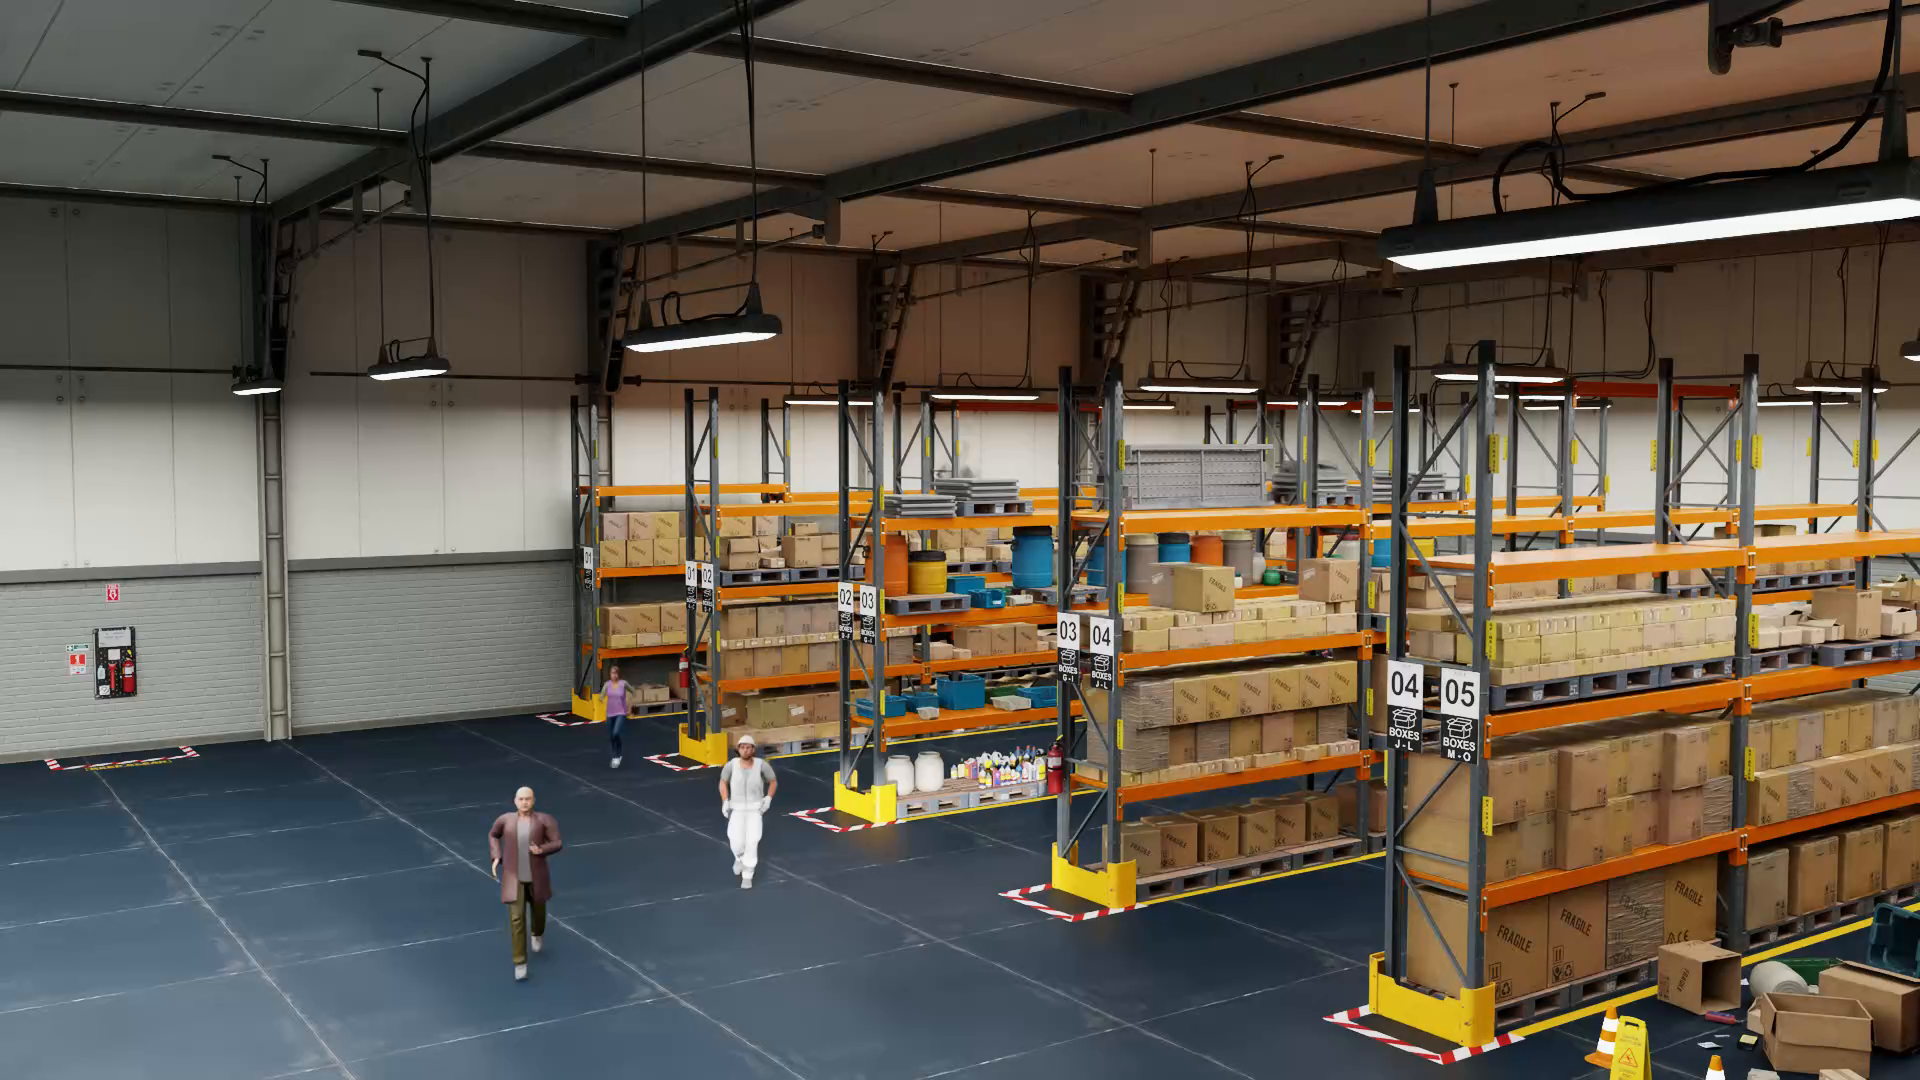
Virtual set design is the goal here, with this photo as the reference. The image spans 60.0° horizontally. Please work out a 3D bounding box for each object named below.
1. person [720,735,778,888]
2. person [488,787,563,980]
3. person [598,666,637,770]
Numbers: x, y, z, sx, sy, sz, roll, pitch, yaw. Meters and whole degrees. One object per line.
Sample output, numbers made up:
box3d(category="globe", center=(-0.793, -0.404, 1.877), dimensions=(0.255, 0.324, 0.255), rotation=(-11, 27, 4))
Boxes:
box3d(category="person", center=(-2.455, 3.130, 19.316), dimensions=(0.677, 1.754, 0.592), rotation=(0, 3, -3))
box3d(category="person", center=(-4.234, 3.281, 16.205), dimensions=(0.710, 1.753, 1.055), rotation=(-1, 4, -14))
box3d(category="person", center=(-5.418, 2.839, 26.192), dimensions=(0.541, 1.522, 0.648), rotation=(1, 3, 8))
